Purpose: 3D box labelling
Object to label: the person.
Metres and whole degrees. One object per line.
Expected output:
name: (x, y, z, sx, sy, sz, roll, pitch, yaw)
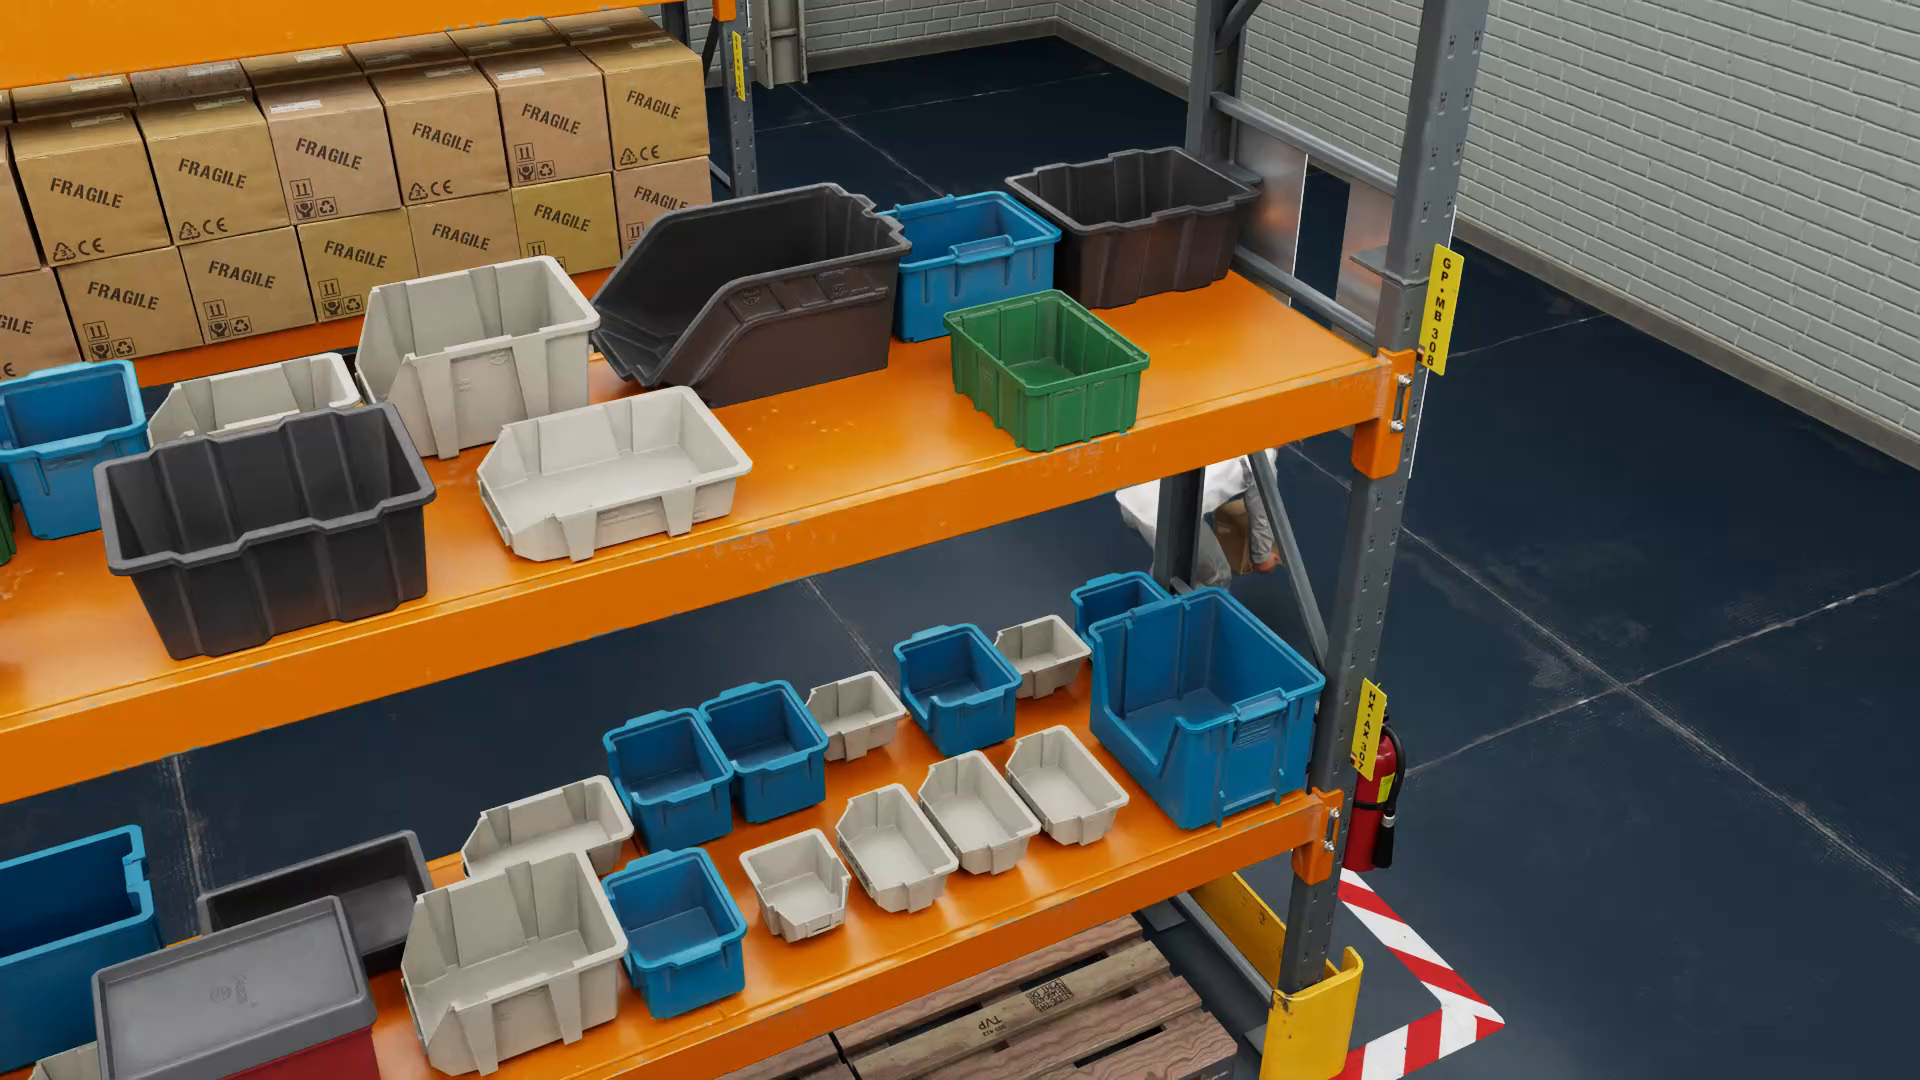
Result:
person: (1.179, -0.054, 7.724, 0.980, 1.204, 0.485, -17, 37, -25)
